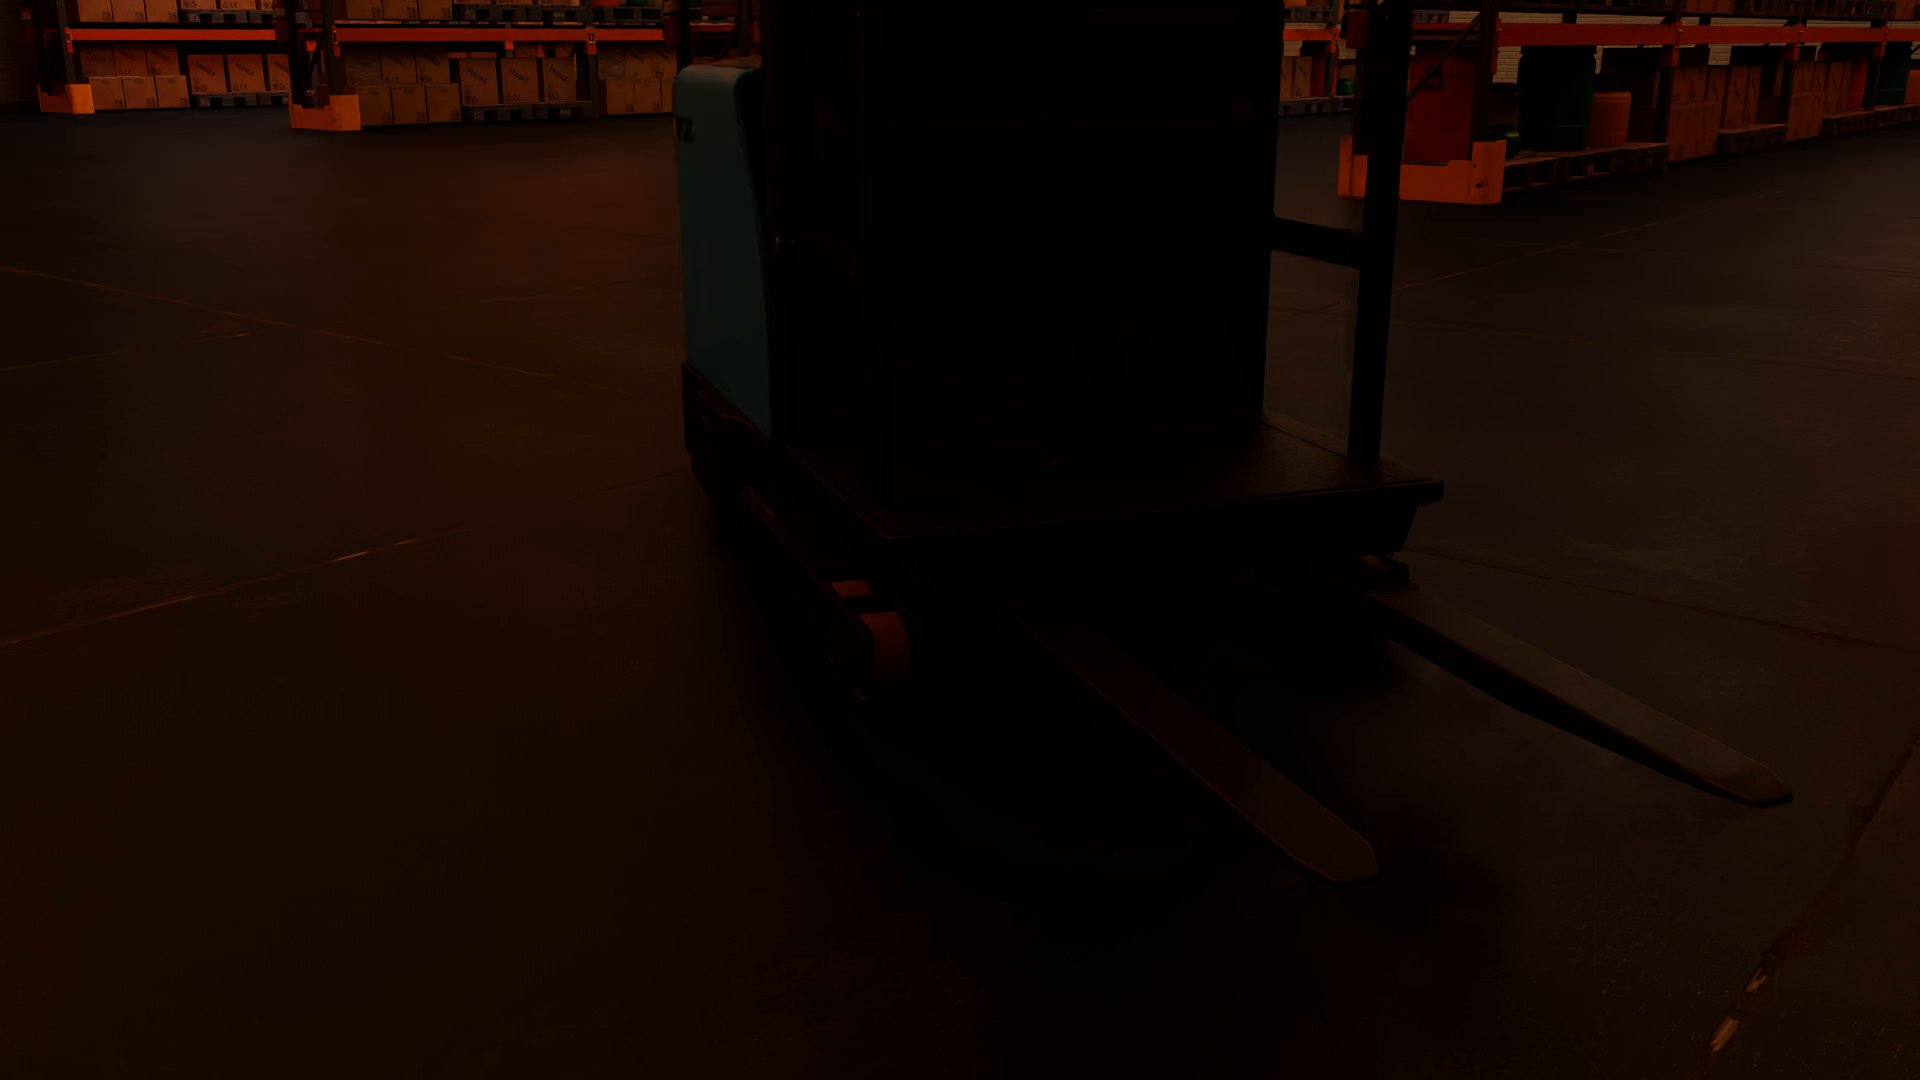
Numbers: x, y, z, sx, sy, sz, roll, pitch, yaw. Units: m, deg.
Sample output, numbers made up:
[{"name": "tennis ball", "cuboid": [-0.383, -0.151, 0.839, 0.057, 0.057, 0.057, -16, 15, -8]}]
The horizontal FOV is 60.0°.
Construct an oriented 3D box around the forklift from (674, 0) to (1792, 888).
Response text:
[{"name": "forklift", "cuboid": [0.229, -1.245, 2.997, 1.130, 2.935, 3.031, -6, 18, -19]}]
